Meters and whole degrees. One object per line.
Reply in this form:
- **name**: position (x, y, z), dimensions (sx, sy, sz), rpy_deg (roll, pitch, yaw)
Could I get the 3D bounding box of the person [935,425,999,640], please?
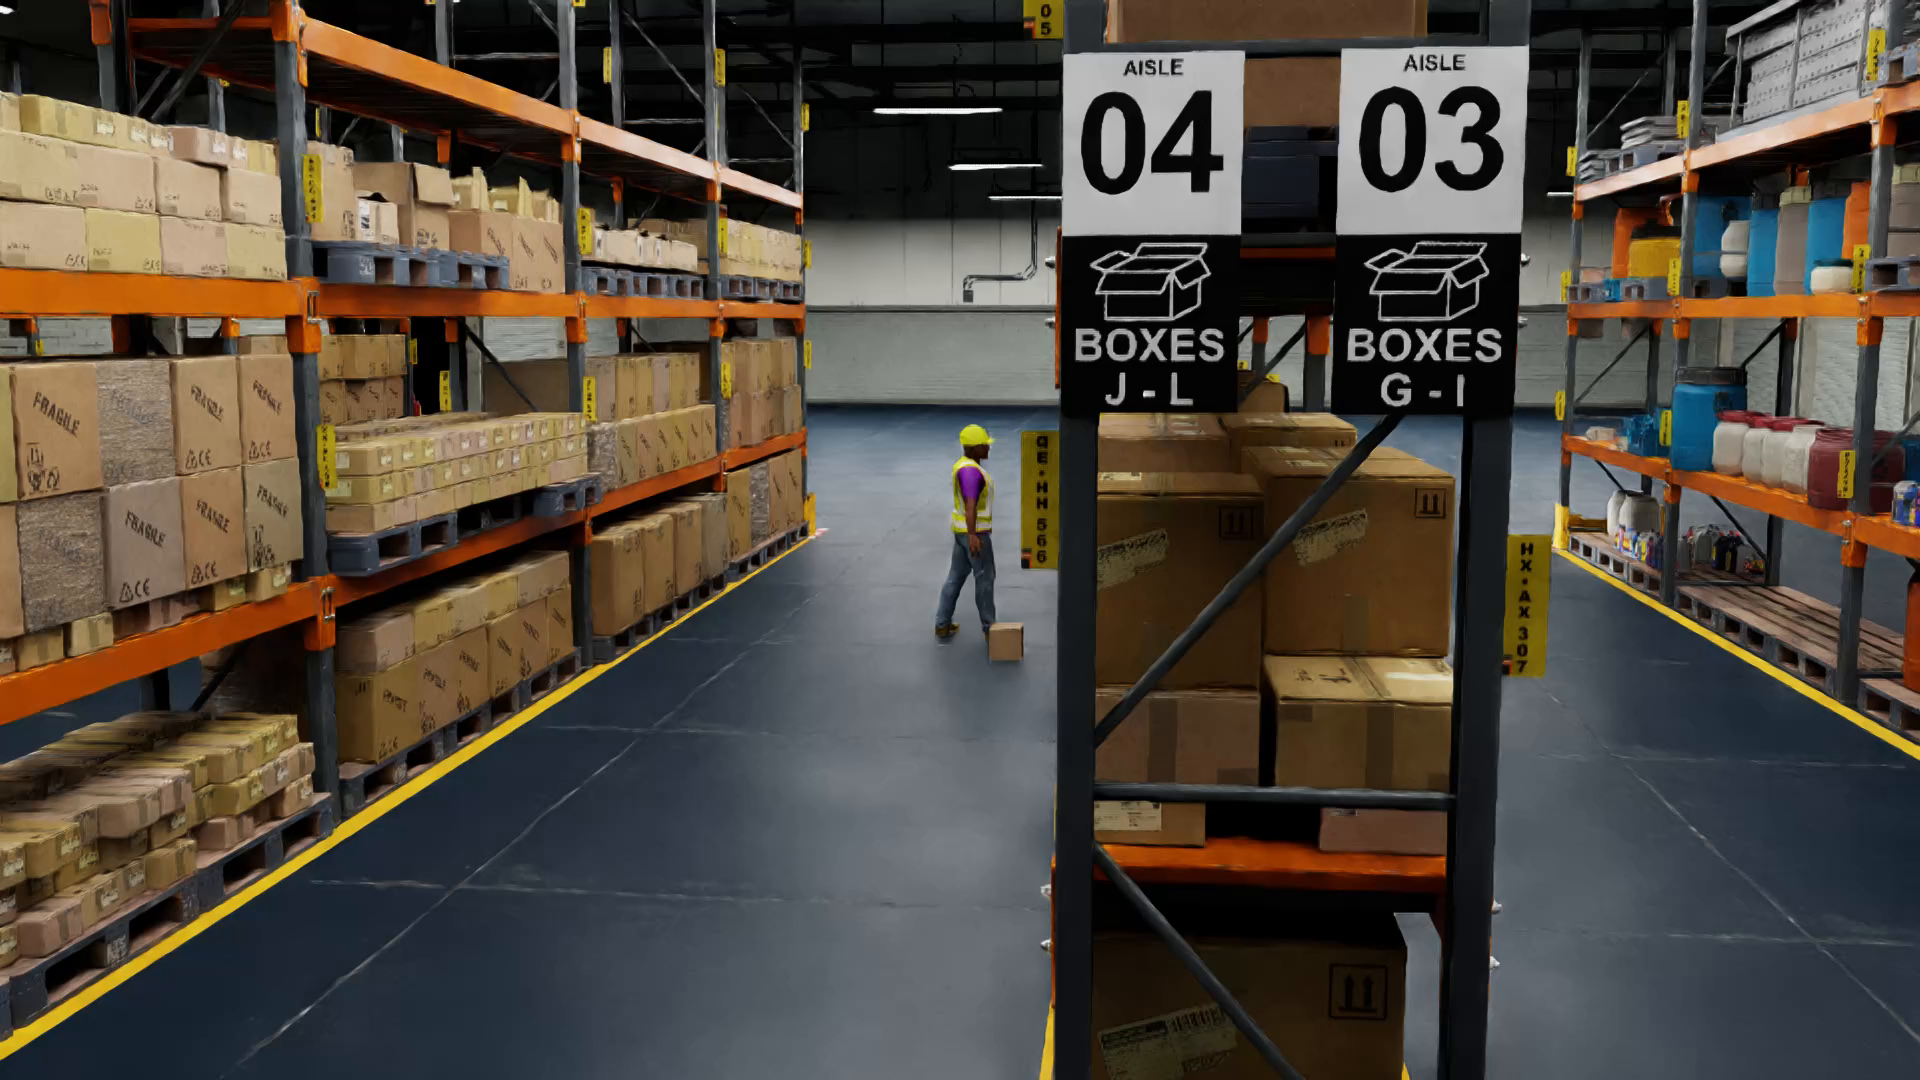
- **person**: position (0.148, -0.057, 13.610), dimensions (0.665, 1.763, 0.789), rpy_deg (-1, 8, -10)
